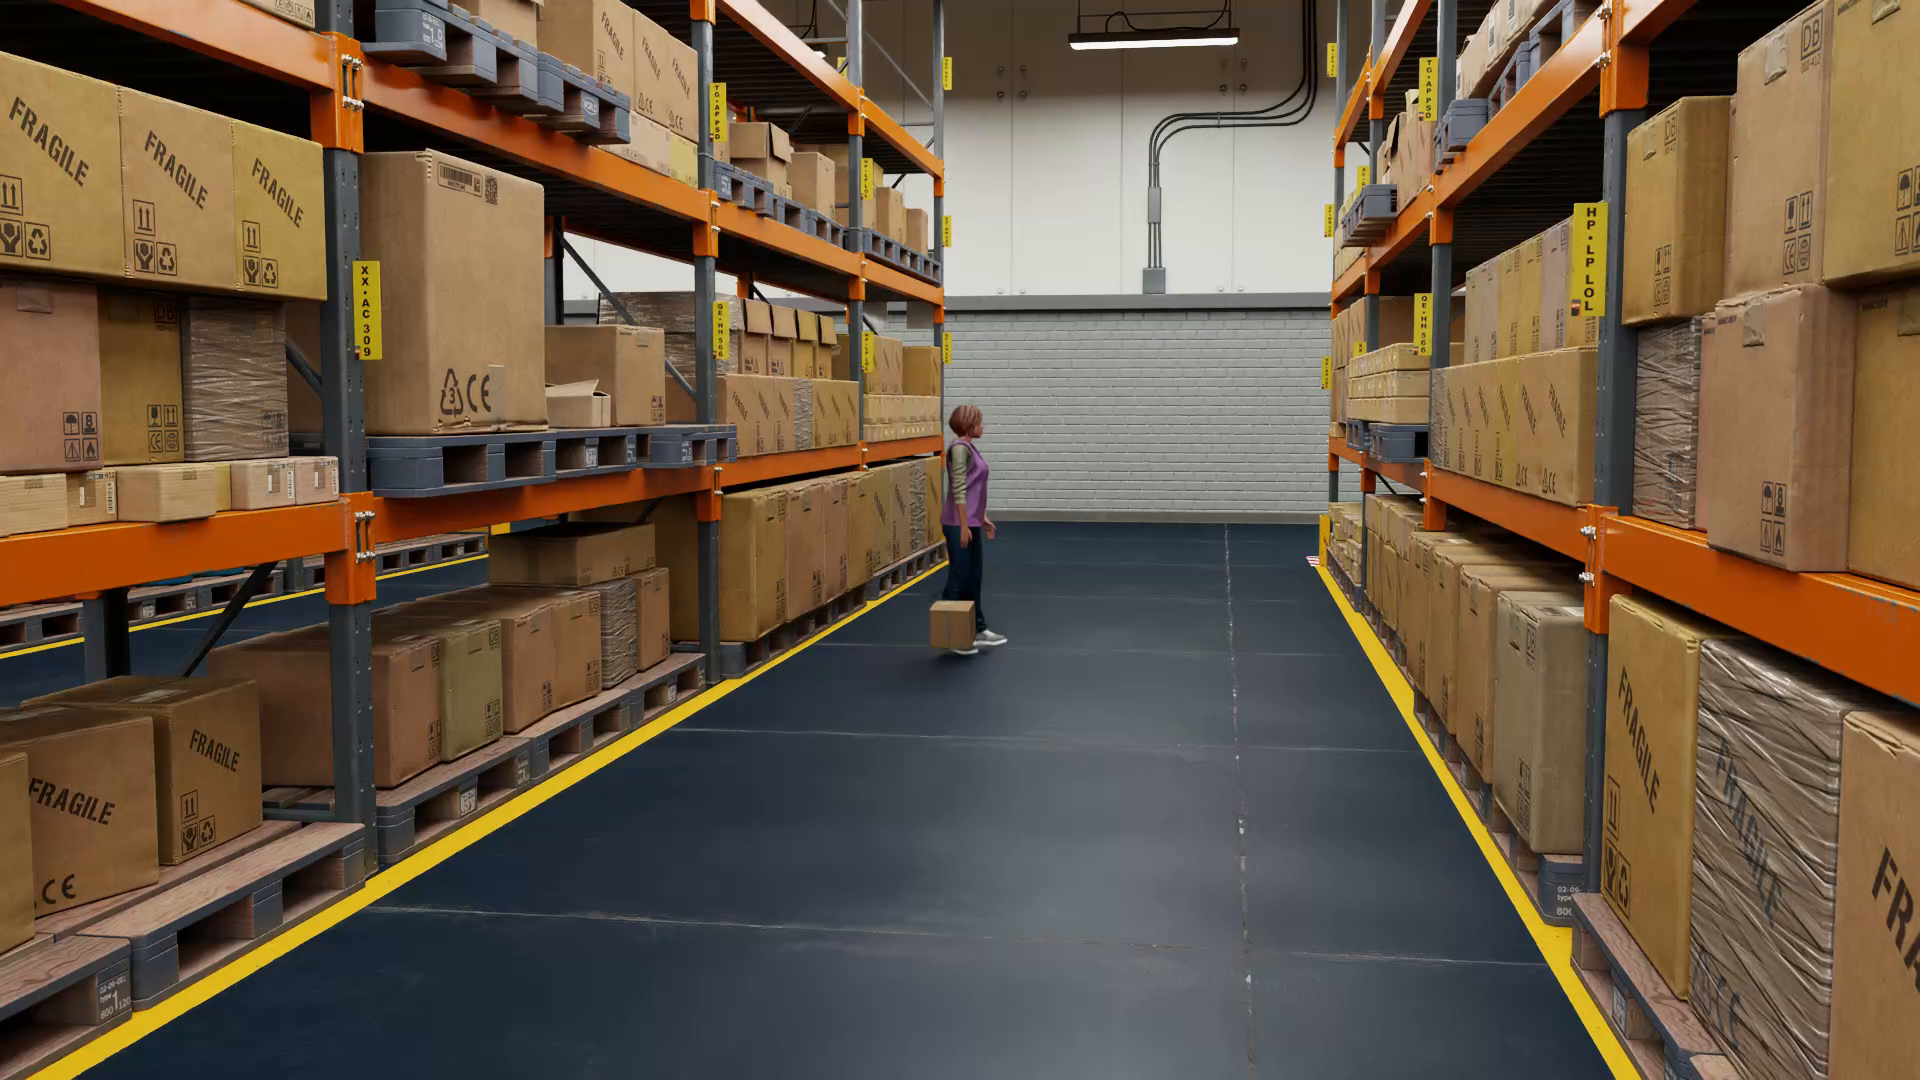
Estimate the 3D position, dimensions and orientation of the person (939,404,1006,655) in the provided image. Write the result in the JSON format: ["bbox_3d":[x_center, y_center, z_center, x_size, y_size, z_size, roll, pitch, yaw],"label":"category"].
[{"bbox_3d":[0.075,-0.078,10.796,0.438,1.605,0.452,1,5,10],"label":"person"}]
